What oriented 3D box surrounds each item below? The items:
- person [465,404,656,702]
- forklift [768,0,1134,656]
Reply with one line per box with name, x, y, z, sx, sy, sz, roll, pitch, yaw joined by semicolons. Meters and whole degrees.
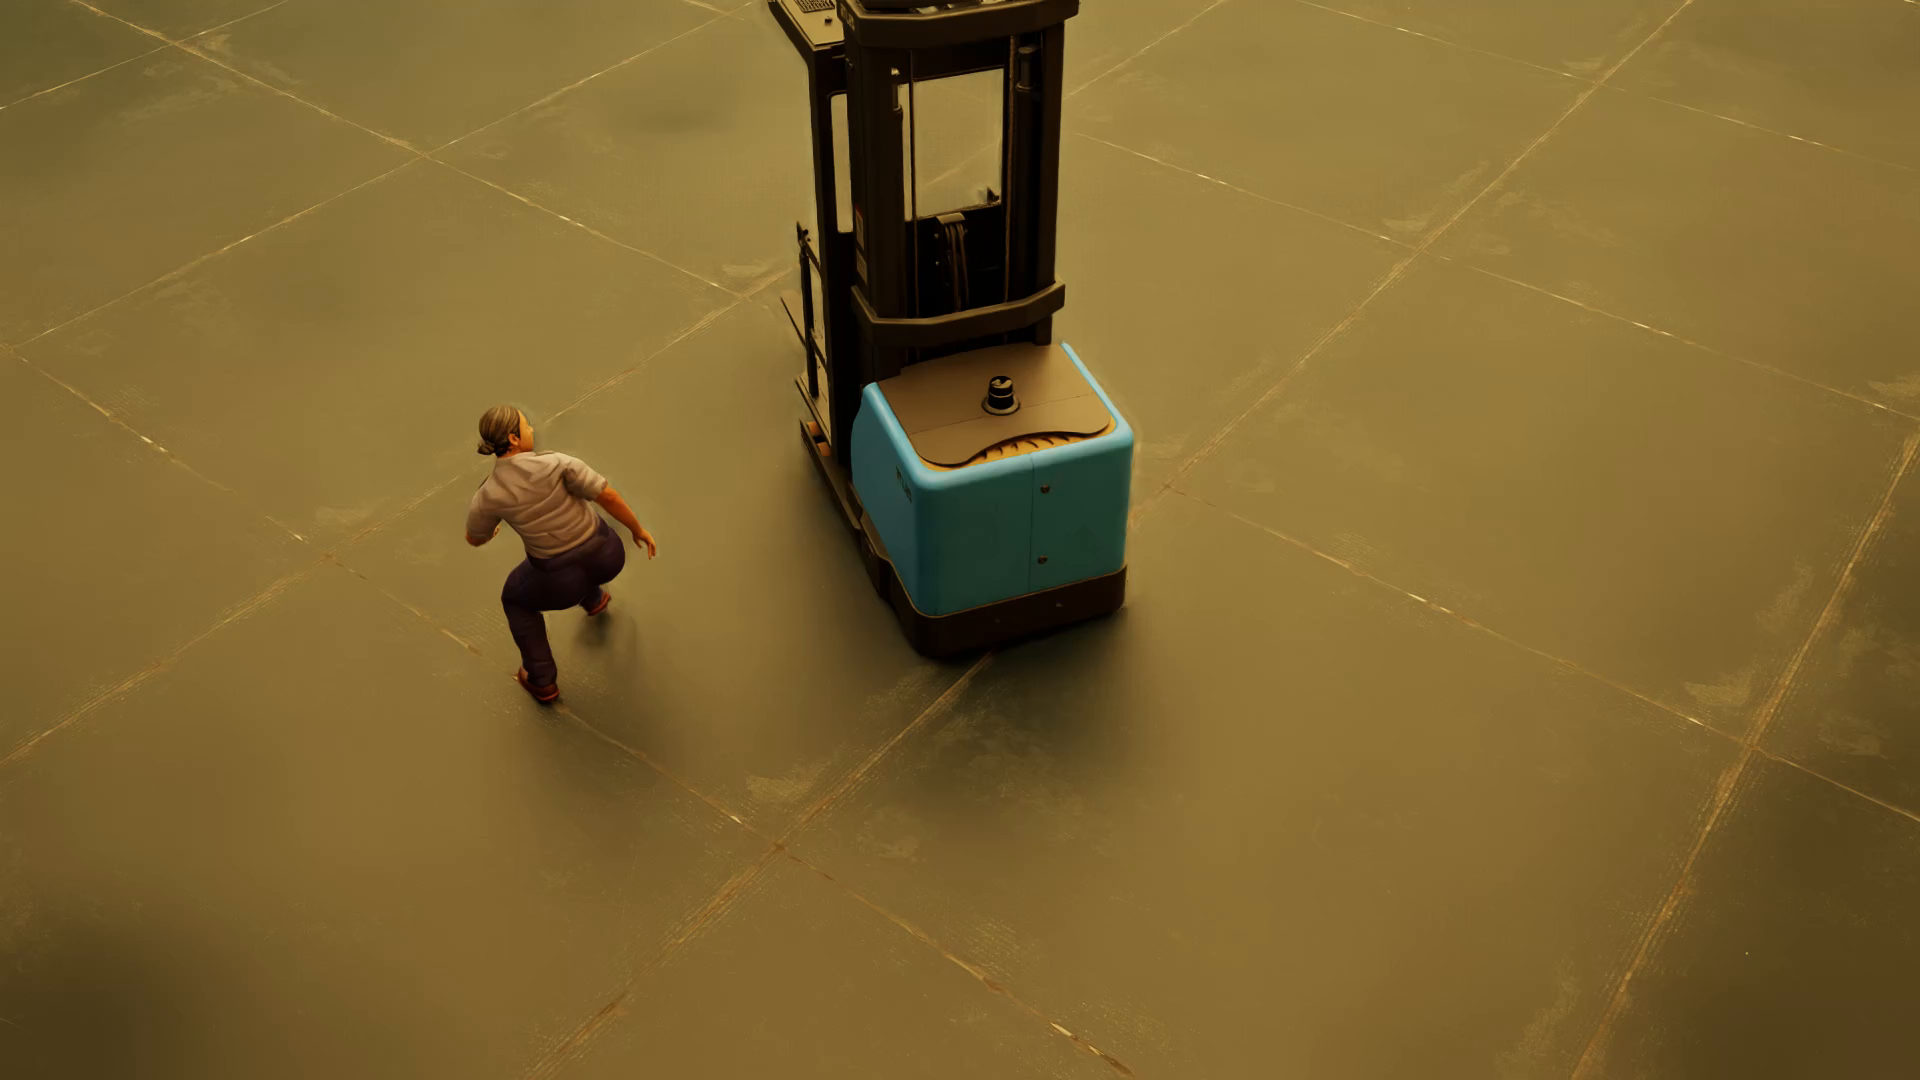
person;-1.773;-0.012;7.270;0.715;1.438;0.668;-22;45;-23
forklift;-0.204;-1.550;7.893;1.130;2.935;3.031;-13;42;-15
